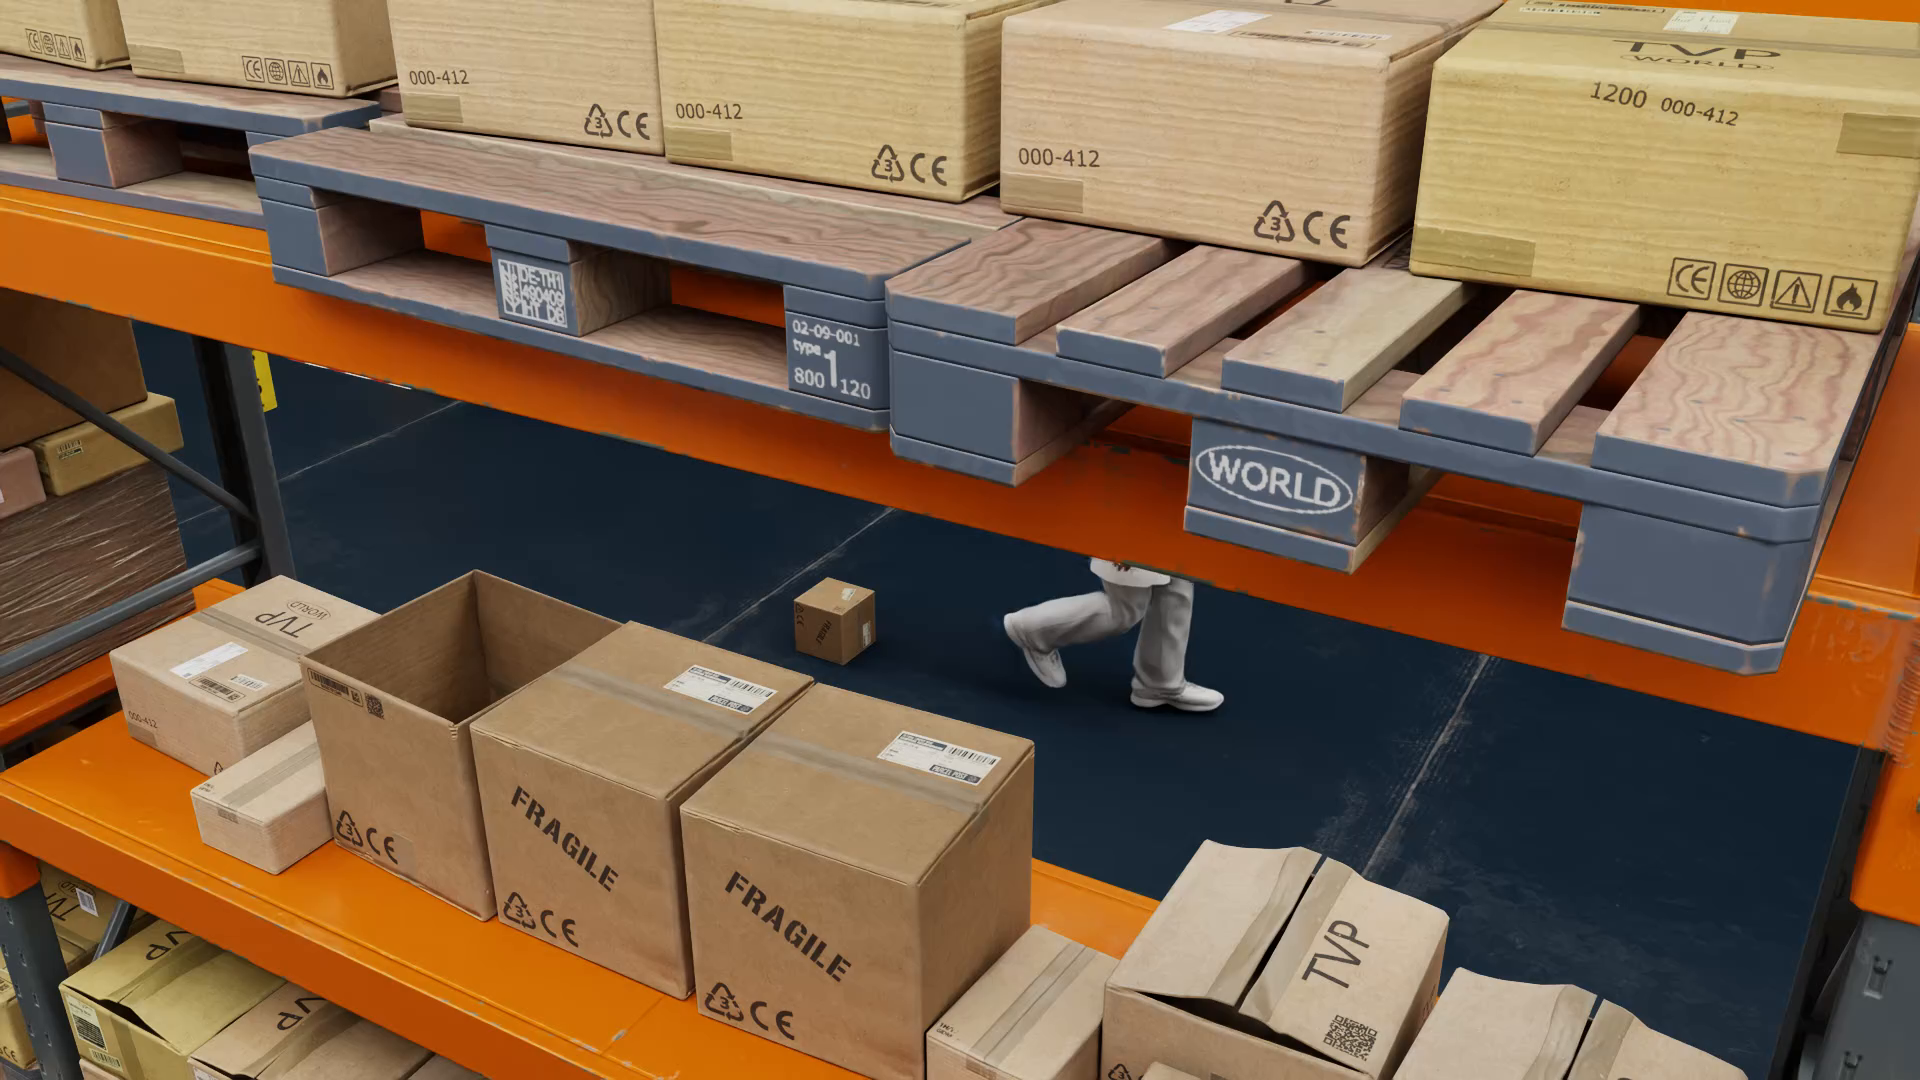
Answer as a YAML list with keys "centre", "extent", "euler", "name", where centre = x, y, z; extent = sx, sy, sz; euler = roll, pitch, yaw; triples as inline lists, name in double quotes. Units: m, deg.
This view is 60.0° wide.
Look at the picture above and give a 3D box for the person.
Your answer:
- centre: [0.614, -0.135, 6.375]
  extent: [0.885, 1.753, 0.598]
  euler: [10, 28, 20]
  name: "person"
